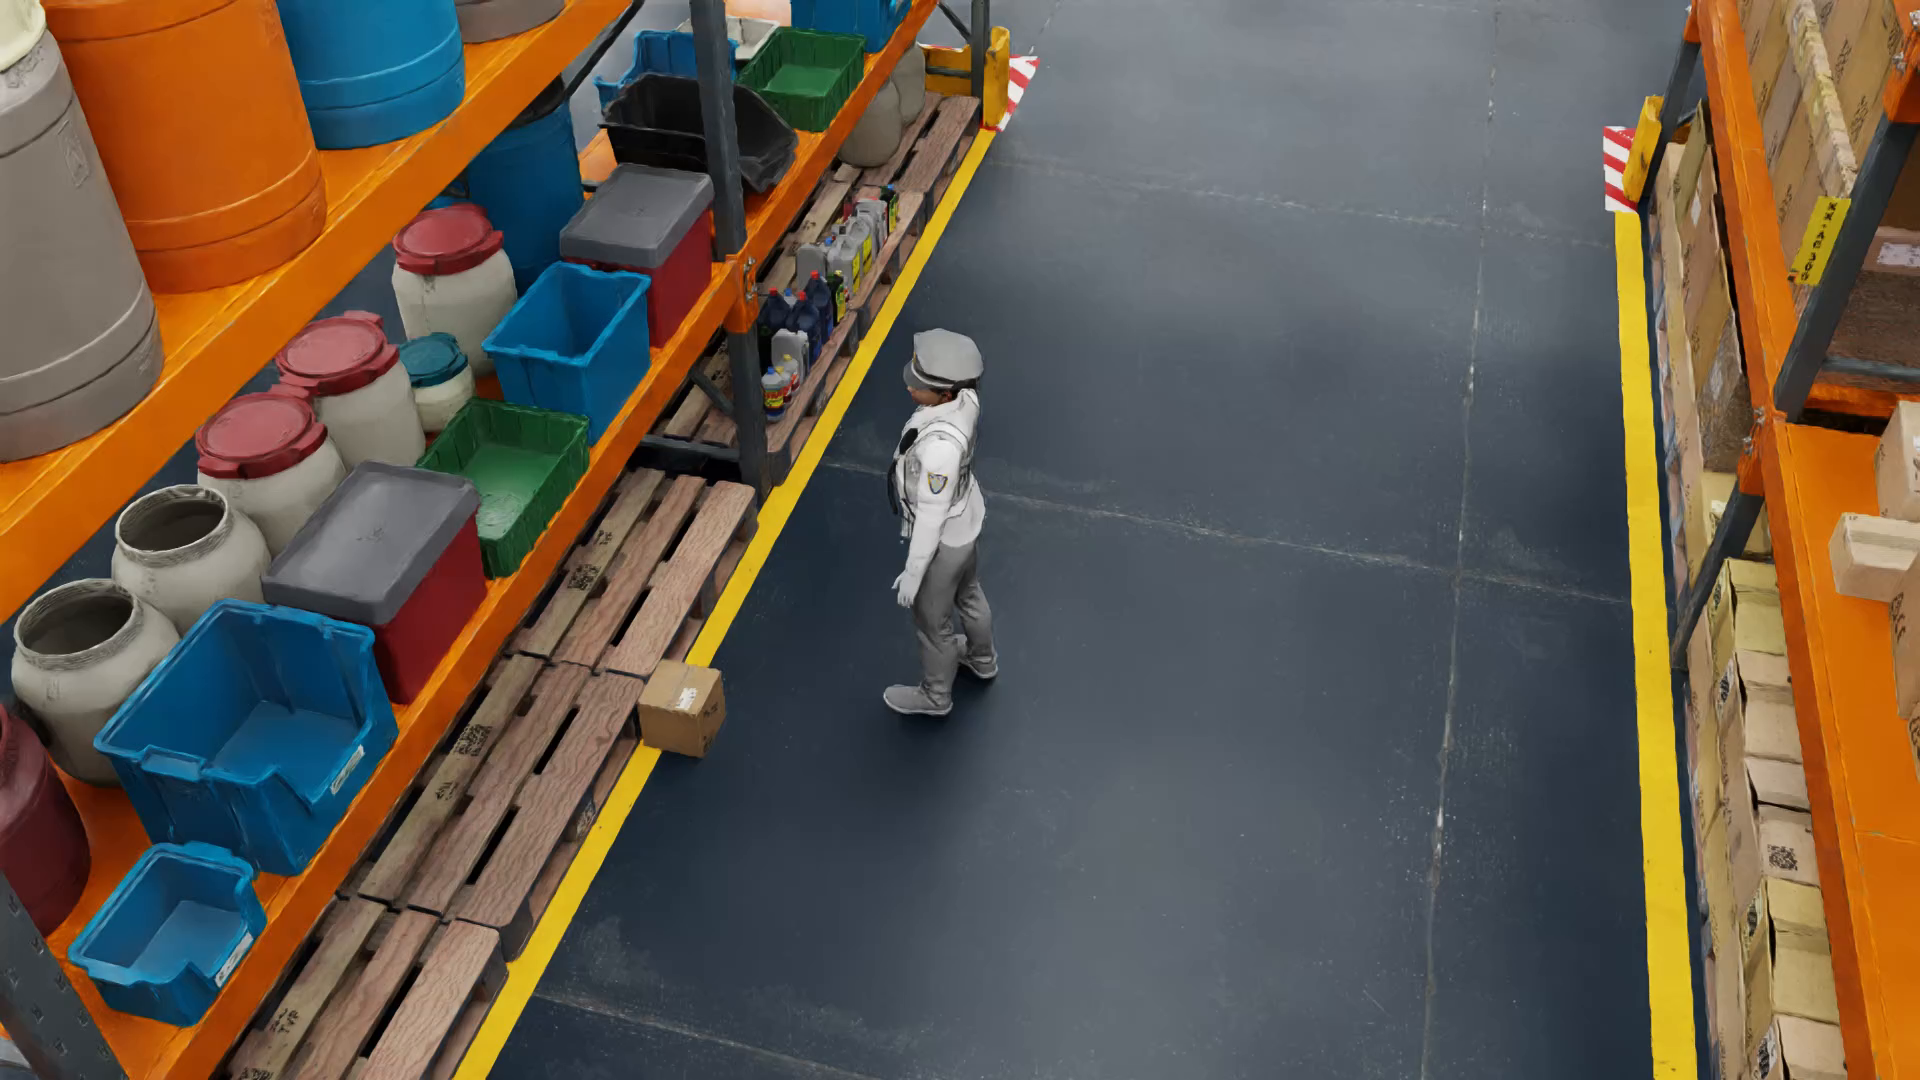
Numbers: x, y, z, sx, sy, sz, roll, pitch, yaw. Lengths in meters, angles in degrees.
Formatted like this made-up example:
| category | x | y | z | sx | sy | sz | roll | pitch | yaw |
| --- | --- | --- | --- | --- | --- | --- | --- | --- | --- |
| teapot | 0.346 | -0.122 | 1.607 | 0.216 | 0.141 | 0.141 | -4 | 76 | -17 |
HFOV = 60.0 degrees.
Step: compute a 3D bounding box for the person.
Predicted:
| category | x | y | z | sx | sy | sz | roll | pitch | yaw |
| --- | --- | --- | --- | --- | --- | --- | --- | --- | --- |
| person | -0.080 | -0.025 | 6.149 | 0.423 | 1.683 | 0.603 | 8 | 42 | 9 |
